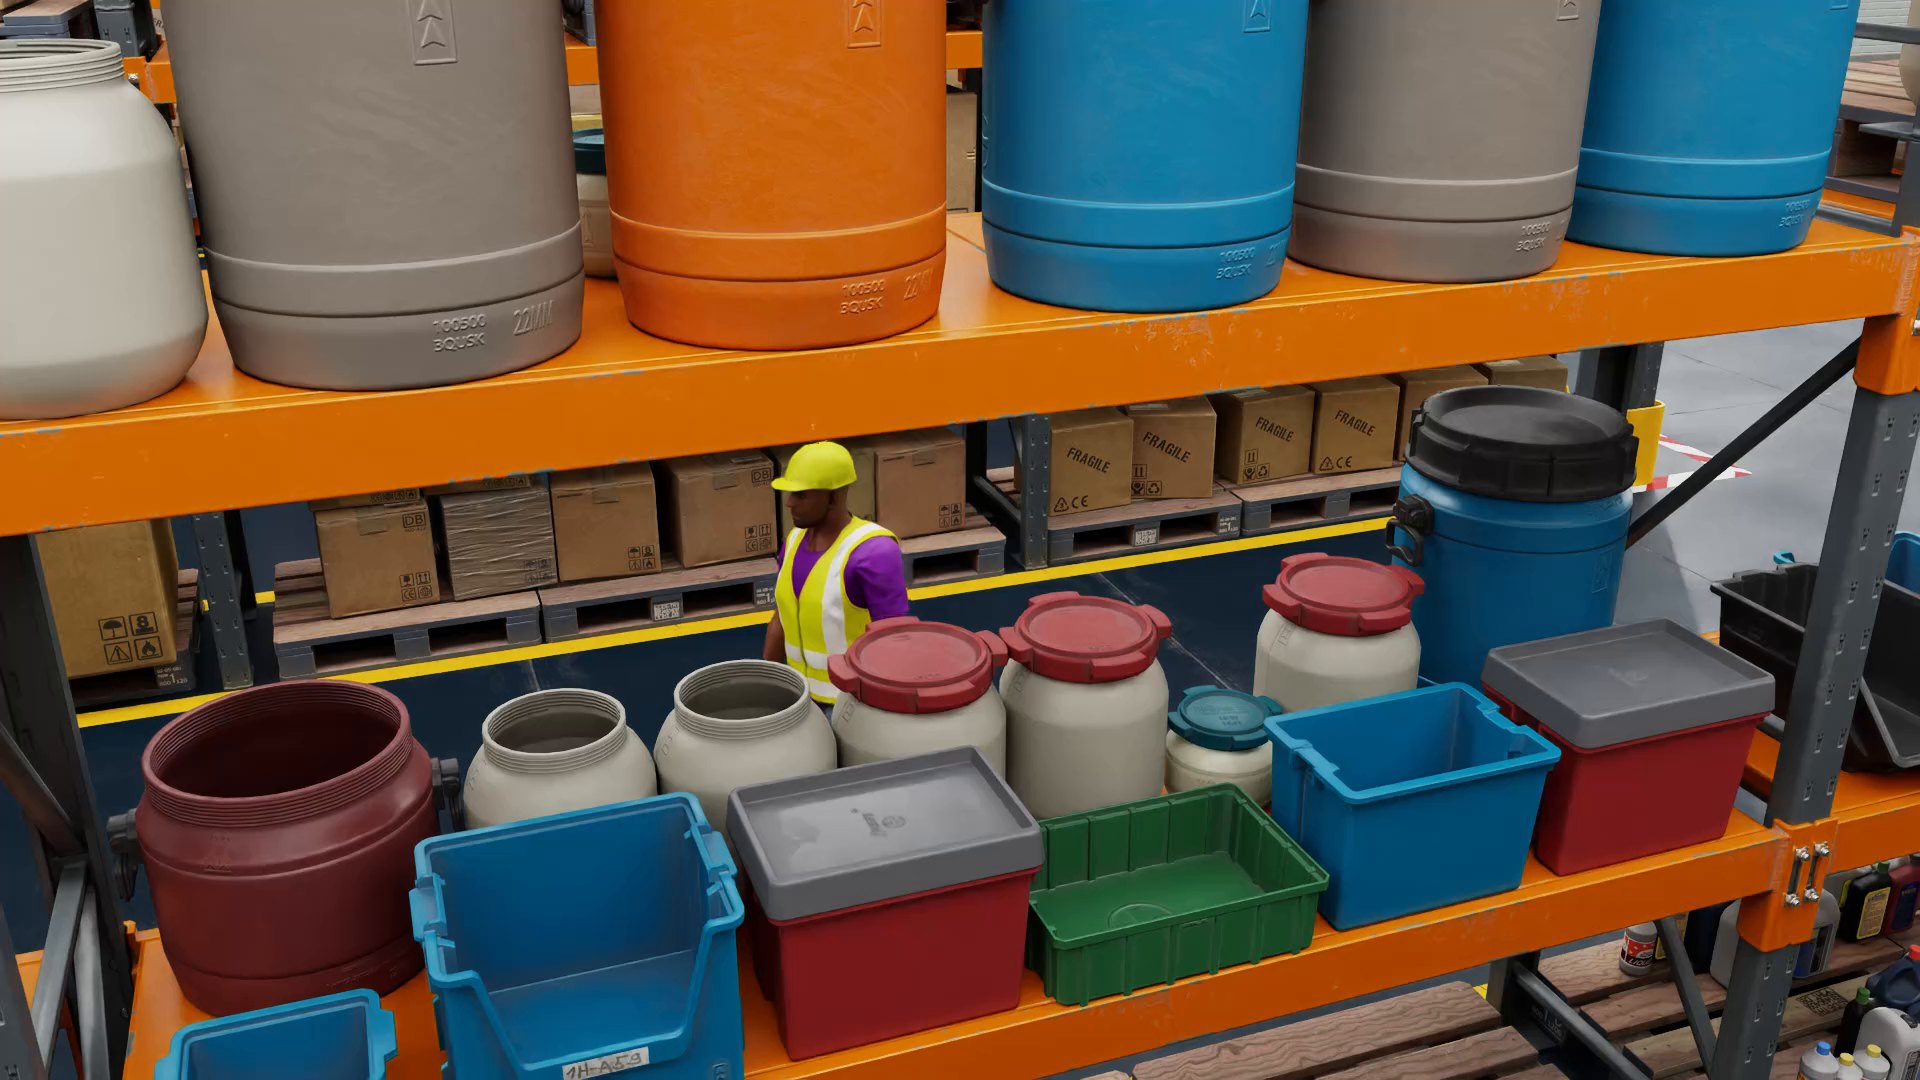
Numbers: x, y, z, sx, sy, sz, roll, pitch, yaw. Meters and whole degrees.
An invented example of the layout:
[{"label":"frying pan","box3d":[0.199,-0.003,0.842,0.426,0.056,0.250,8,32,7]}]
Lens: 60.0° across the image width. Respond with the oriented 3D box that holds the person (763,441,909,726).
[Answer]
[{"label":"person","box3d":[-0.495,0.554,5.696,0.618,1.759,0.663,-18,28,-36]}]
